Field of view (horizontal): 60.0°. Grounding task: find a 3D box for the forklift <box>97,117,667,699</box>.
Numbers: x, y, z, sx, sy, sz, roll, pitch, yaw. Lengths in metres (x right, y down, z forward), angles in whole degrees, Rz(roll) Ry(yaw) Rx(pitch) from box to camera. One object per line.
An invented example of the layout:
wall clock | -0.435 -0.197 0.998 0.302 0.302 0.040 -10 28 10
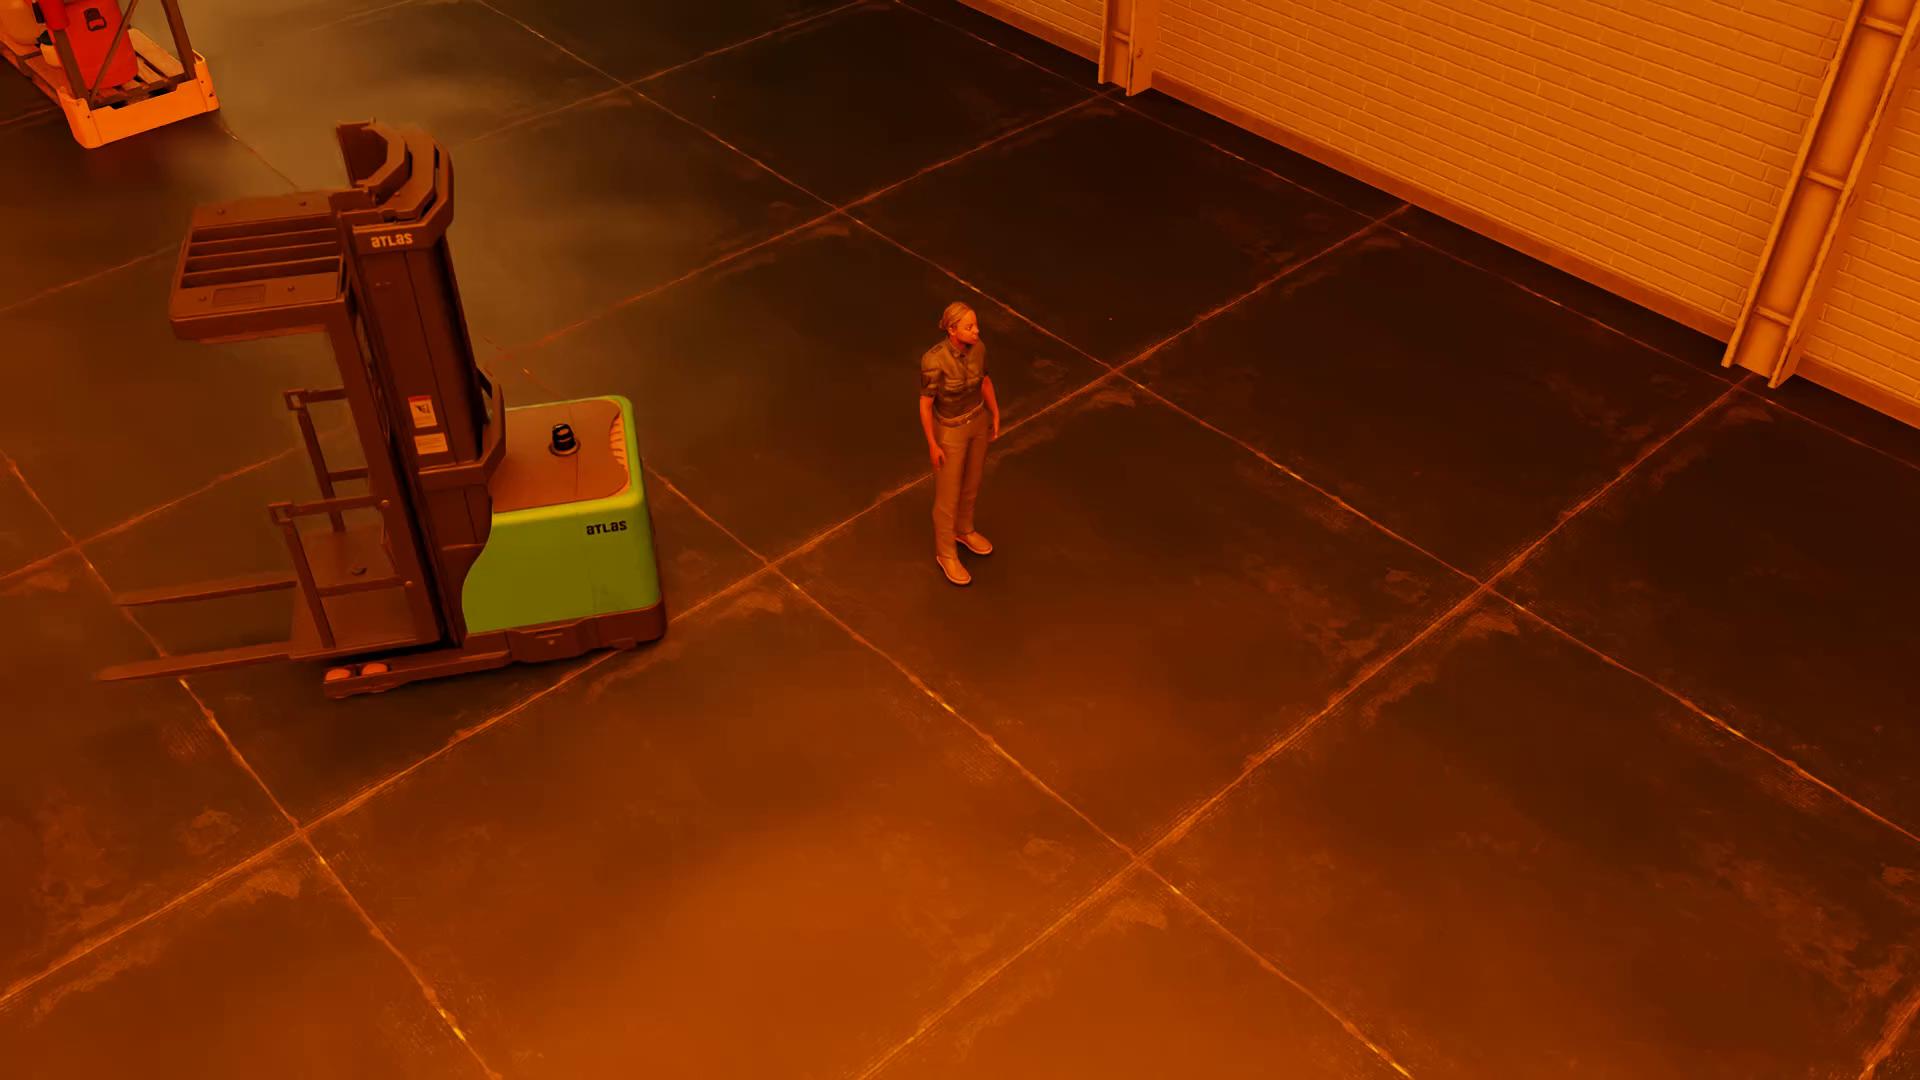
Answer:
forklift | -3.239 -0.619 8.626 3.031 2.935 1.130 -8 42 -10

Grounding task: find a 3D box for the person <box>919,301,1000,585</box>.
person | 0.045 -0.581 9.548 0.570 1.656 0.503 -31 50 -31
